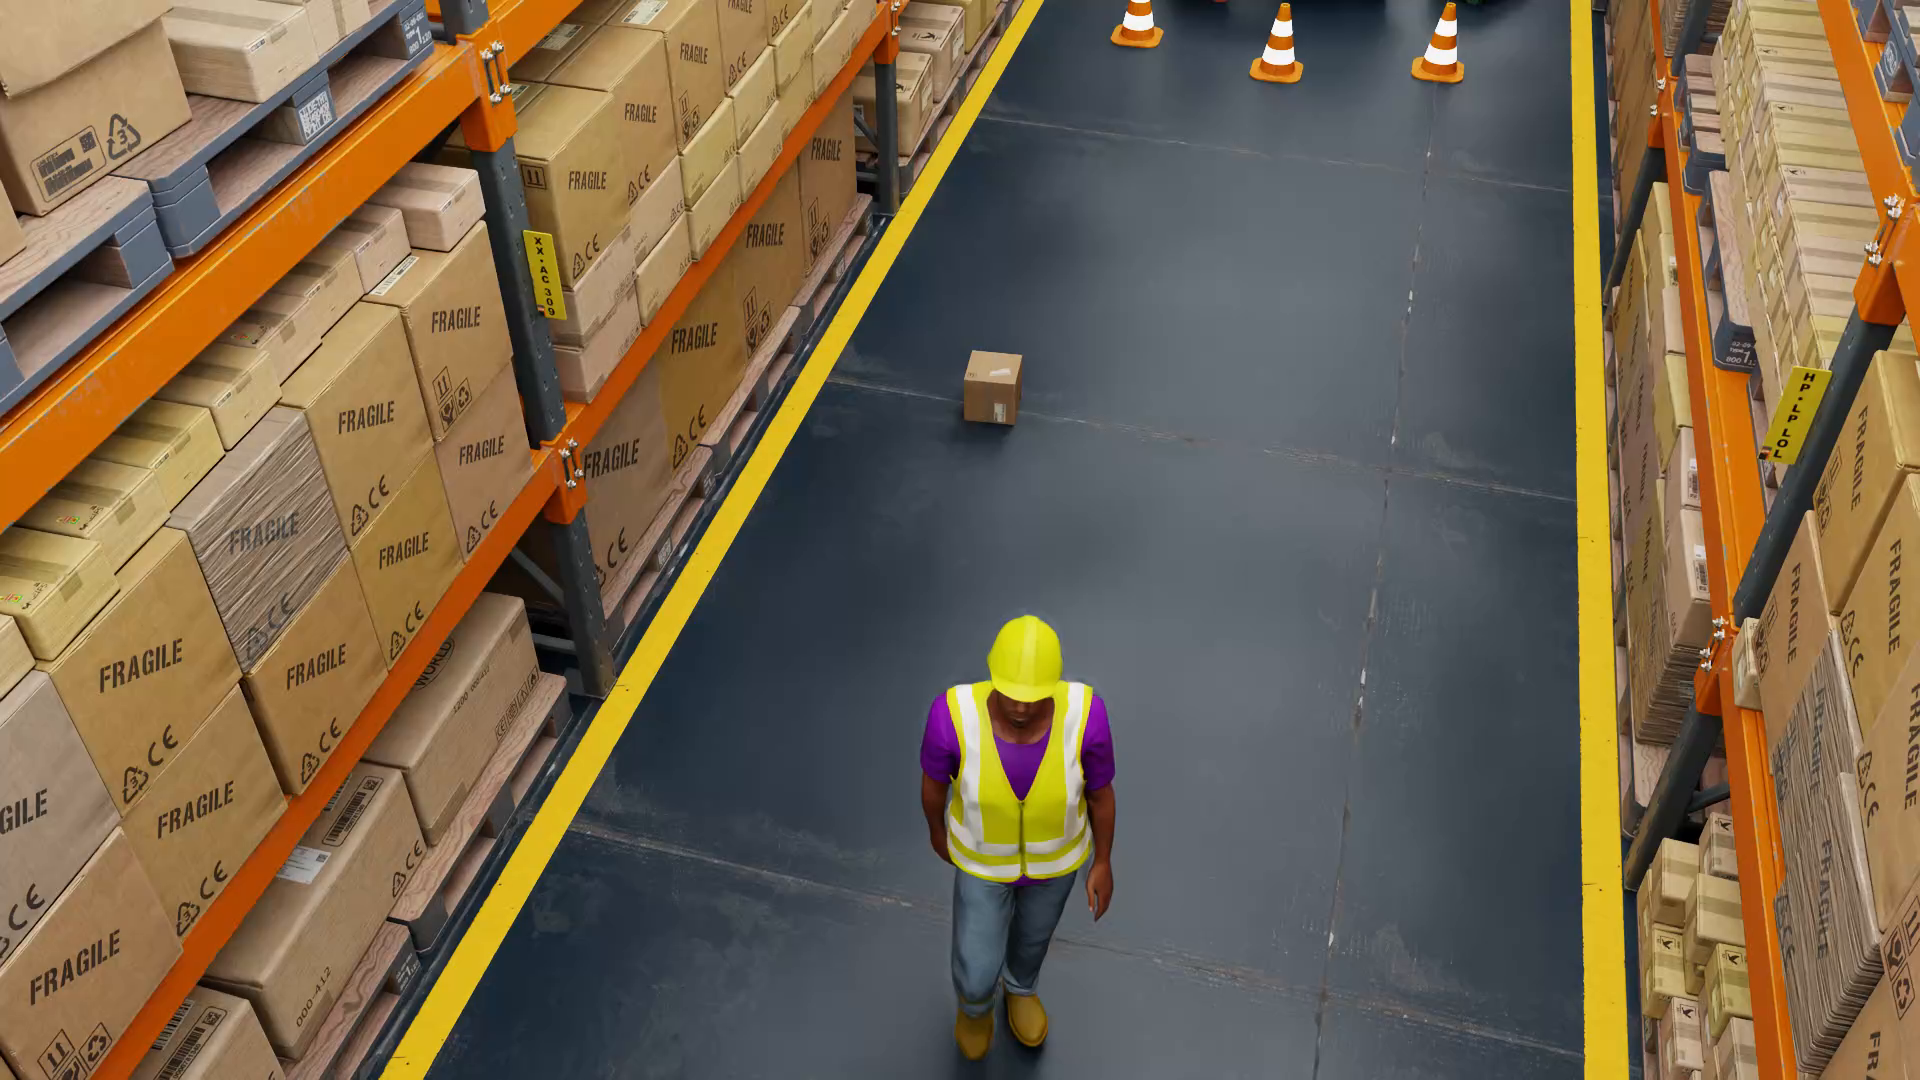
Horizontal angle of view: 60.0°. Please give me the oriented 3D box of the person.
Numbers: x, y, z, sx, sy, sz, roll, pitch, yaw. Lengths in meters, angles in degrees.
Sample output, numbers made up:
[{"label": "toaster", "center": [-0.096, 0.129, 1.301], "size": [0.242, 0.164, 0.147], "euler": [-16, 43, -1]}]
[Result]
[{"label": "person", "center": [0.180, 0.978, 4.995], "size": [0.568, 1.799, 0.476], "euler": [-4, 41, -4]}]
